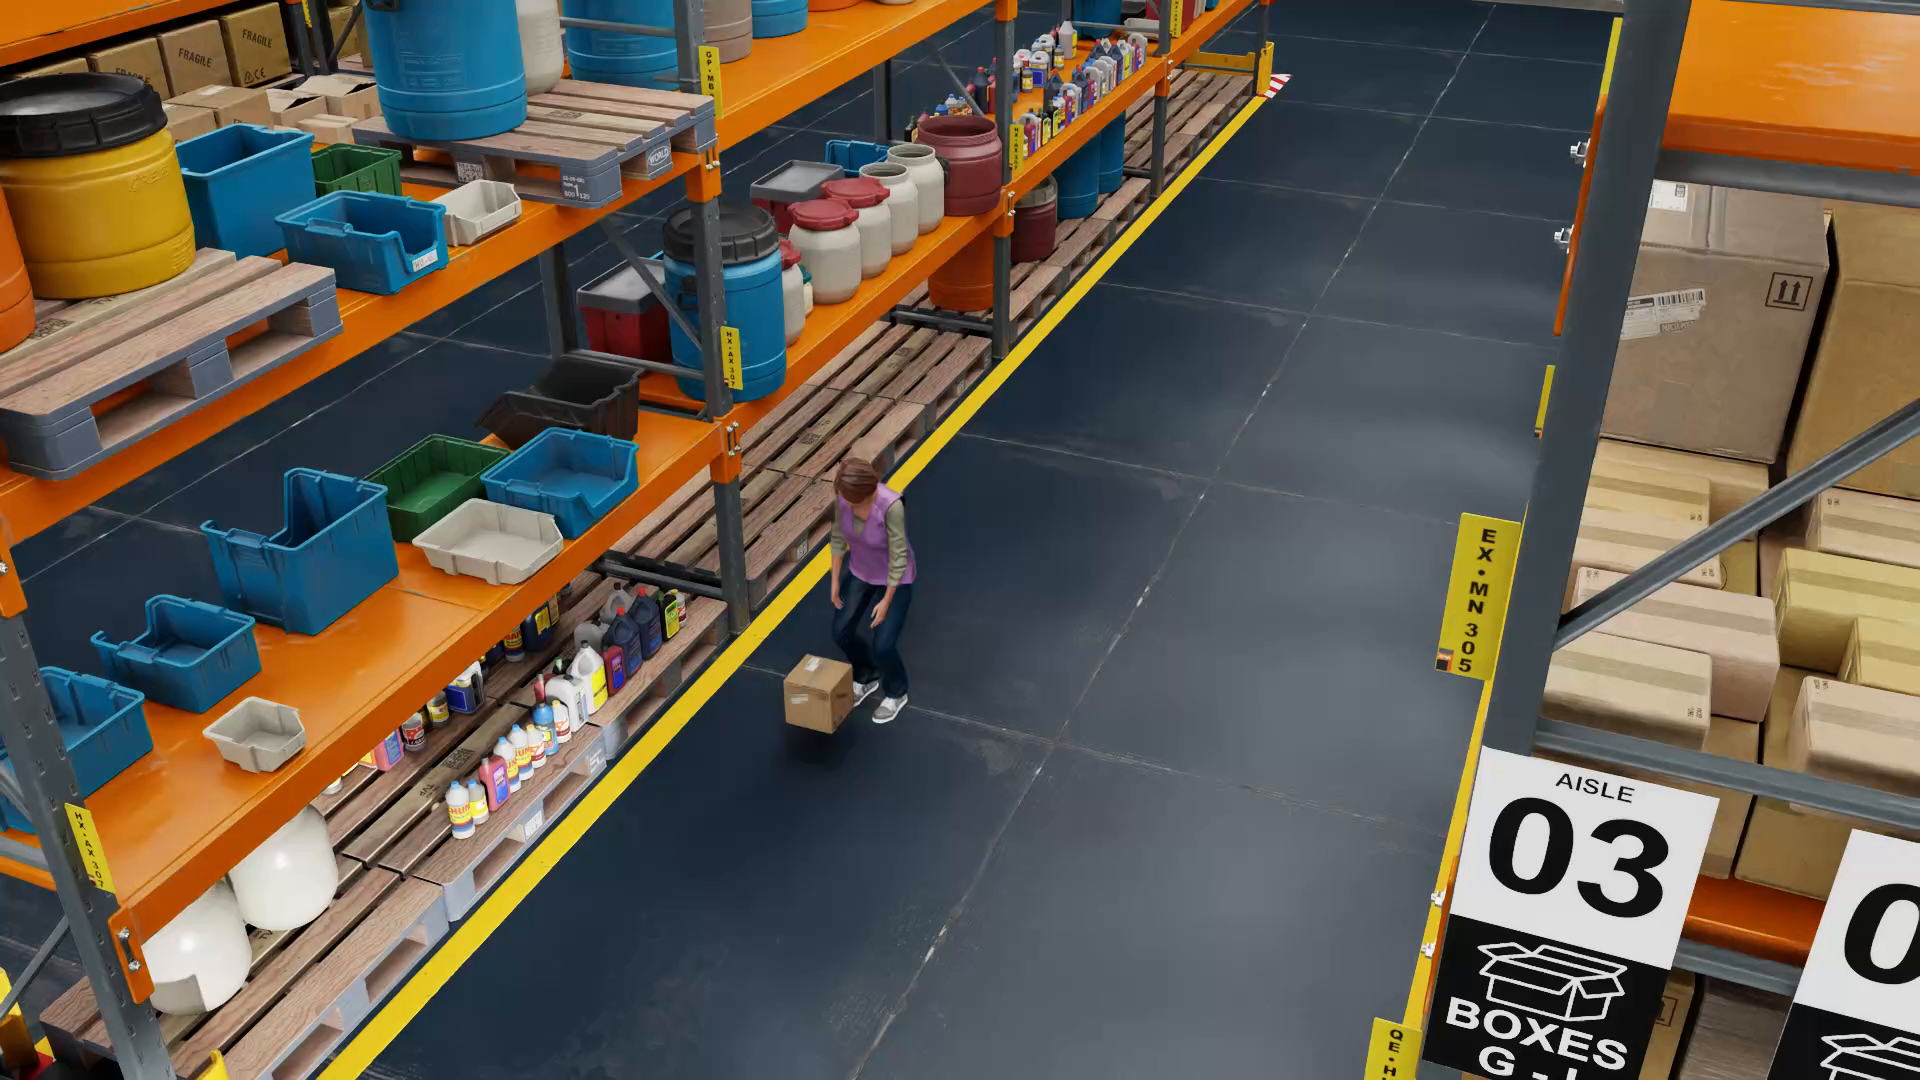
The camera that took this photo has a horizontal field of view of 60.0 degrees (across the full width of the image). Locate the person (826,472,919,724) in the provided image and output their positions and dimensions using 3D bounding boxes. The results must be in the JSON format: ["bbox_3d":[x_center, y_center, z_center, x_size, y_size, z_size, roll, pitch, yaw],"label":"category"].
[{"bbox_3d":[-0.419,0.254,8.156,0.456,1.408,0.560,19,35,30],"label":"person"}]
